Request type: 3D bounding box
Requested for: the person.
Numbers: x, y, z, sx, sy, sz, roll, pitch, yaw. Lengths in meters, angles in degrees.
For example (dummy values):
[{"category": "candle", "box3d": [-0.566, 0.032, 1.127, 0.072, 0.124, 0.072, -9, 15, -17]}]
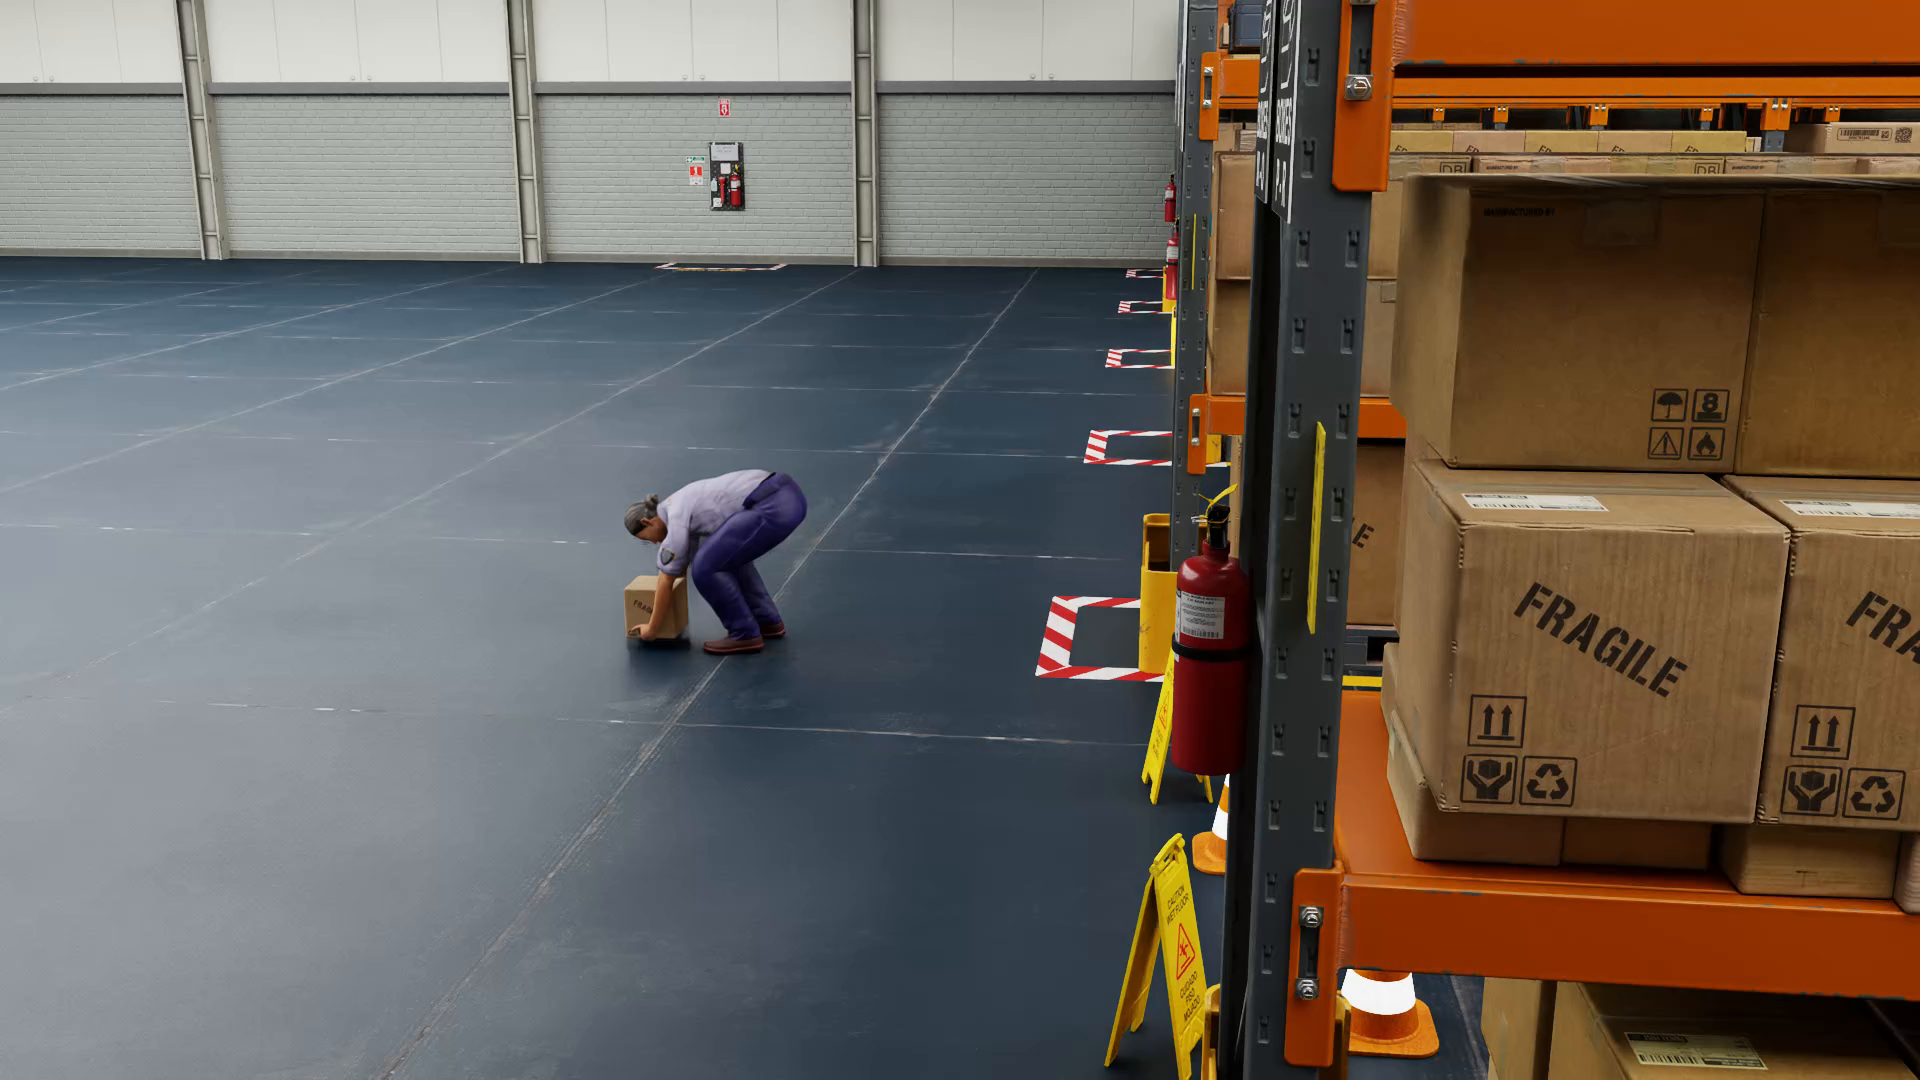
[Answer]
[{"category": "person", "box3d": [-1.207, 0.093, 8.219, 0.898, 0.881, 0.502, 1, 14, 4]}]
